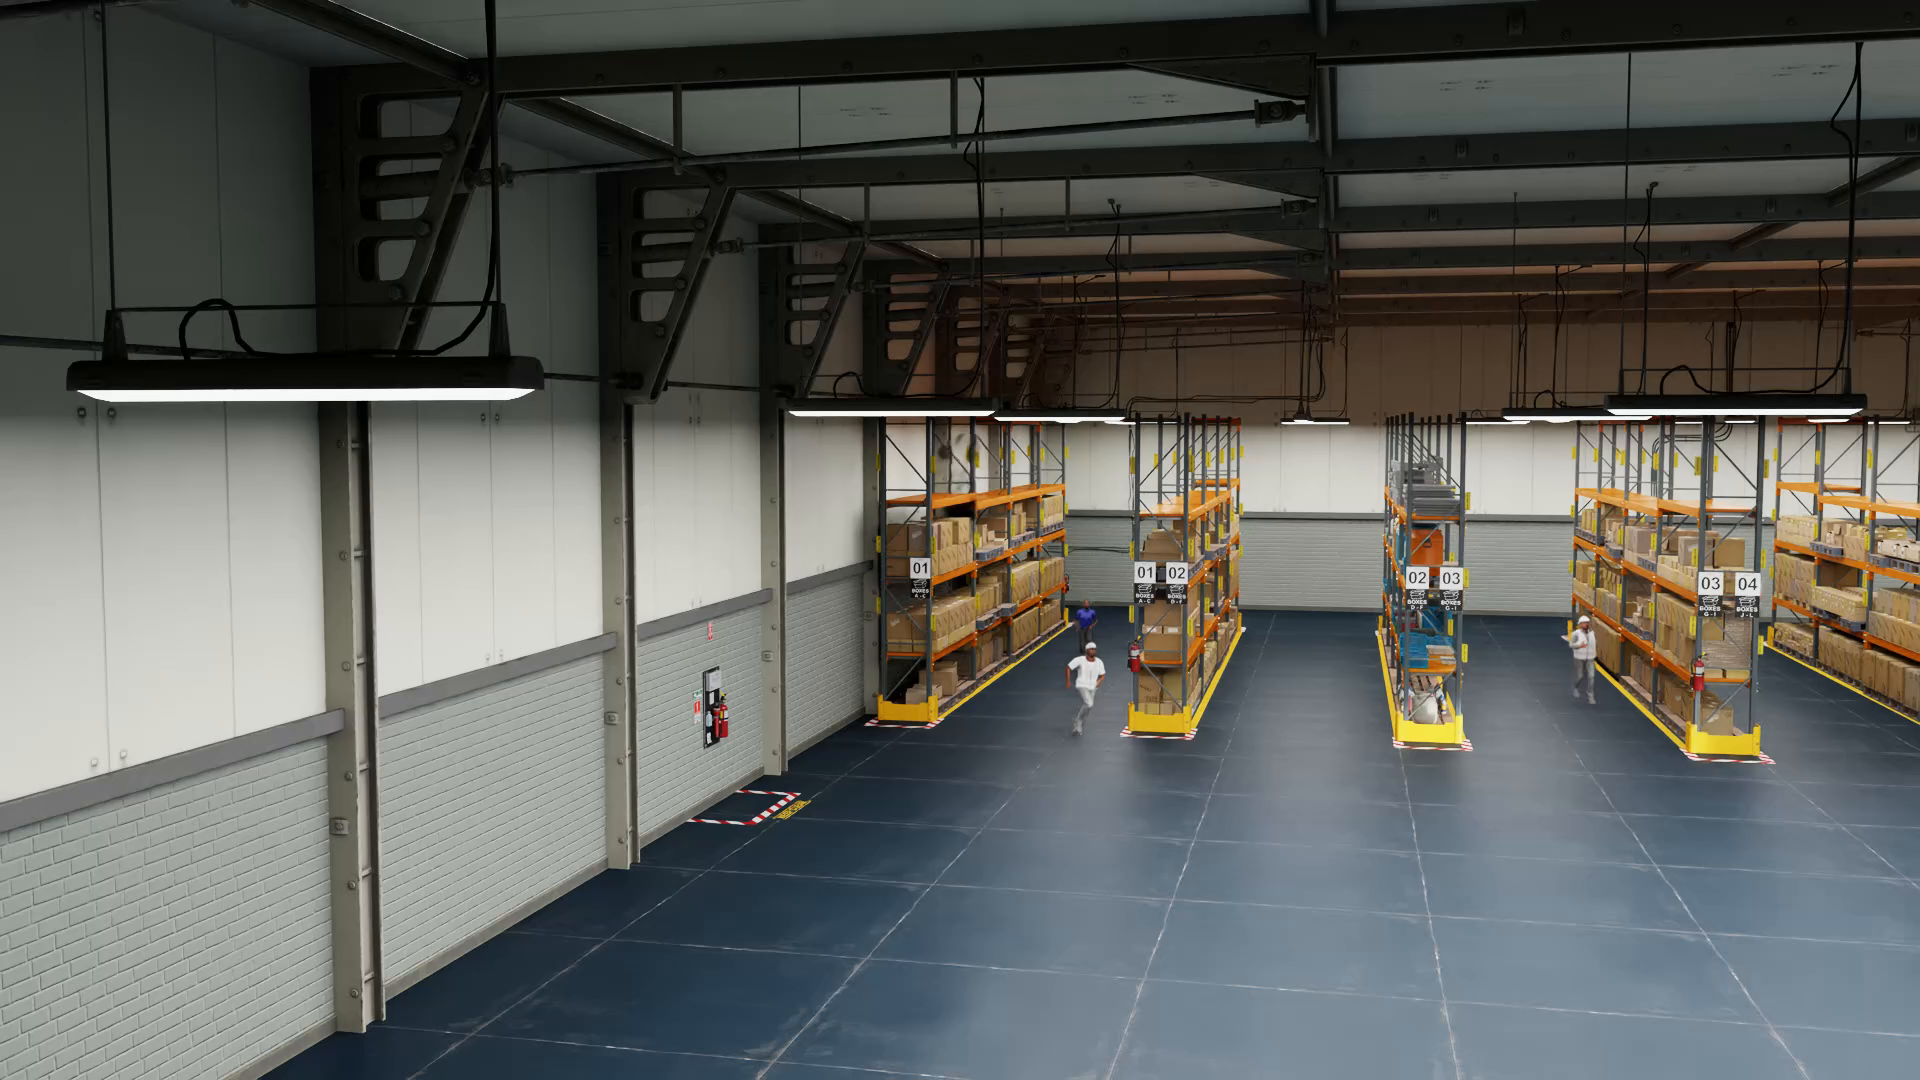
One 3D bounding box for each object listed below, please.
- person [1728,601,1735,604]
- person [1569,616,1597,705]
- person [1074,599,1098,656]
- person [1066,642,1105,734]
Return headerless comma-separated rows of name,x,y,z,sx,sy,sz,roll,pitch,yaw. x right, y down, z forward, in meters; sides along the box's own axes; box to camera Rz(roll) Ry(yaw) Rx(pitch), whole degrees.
person,20.485,1.864,44.176,0.843,1.782,0.697,-3,5,-39
person,12.987,2.474,34.608,0.653,1.793,0.902,0,4,2
person,3.019,2.226,39.875,0.569,1.617,0.553,0,4,1
person,2.384,2.760,30.938,0.723,1.697,0.653,-2,4,-22
